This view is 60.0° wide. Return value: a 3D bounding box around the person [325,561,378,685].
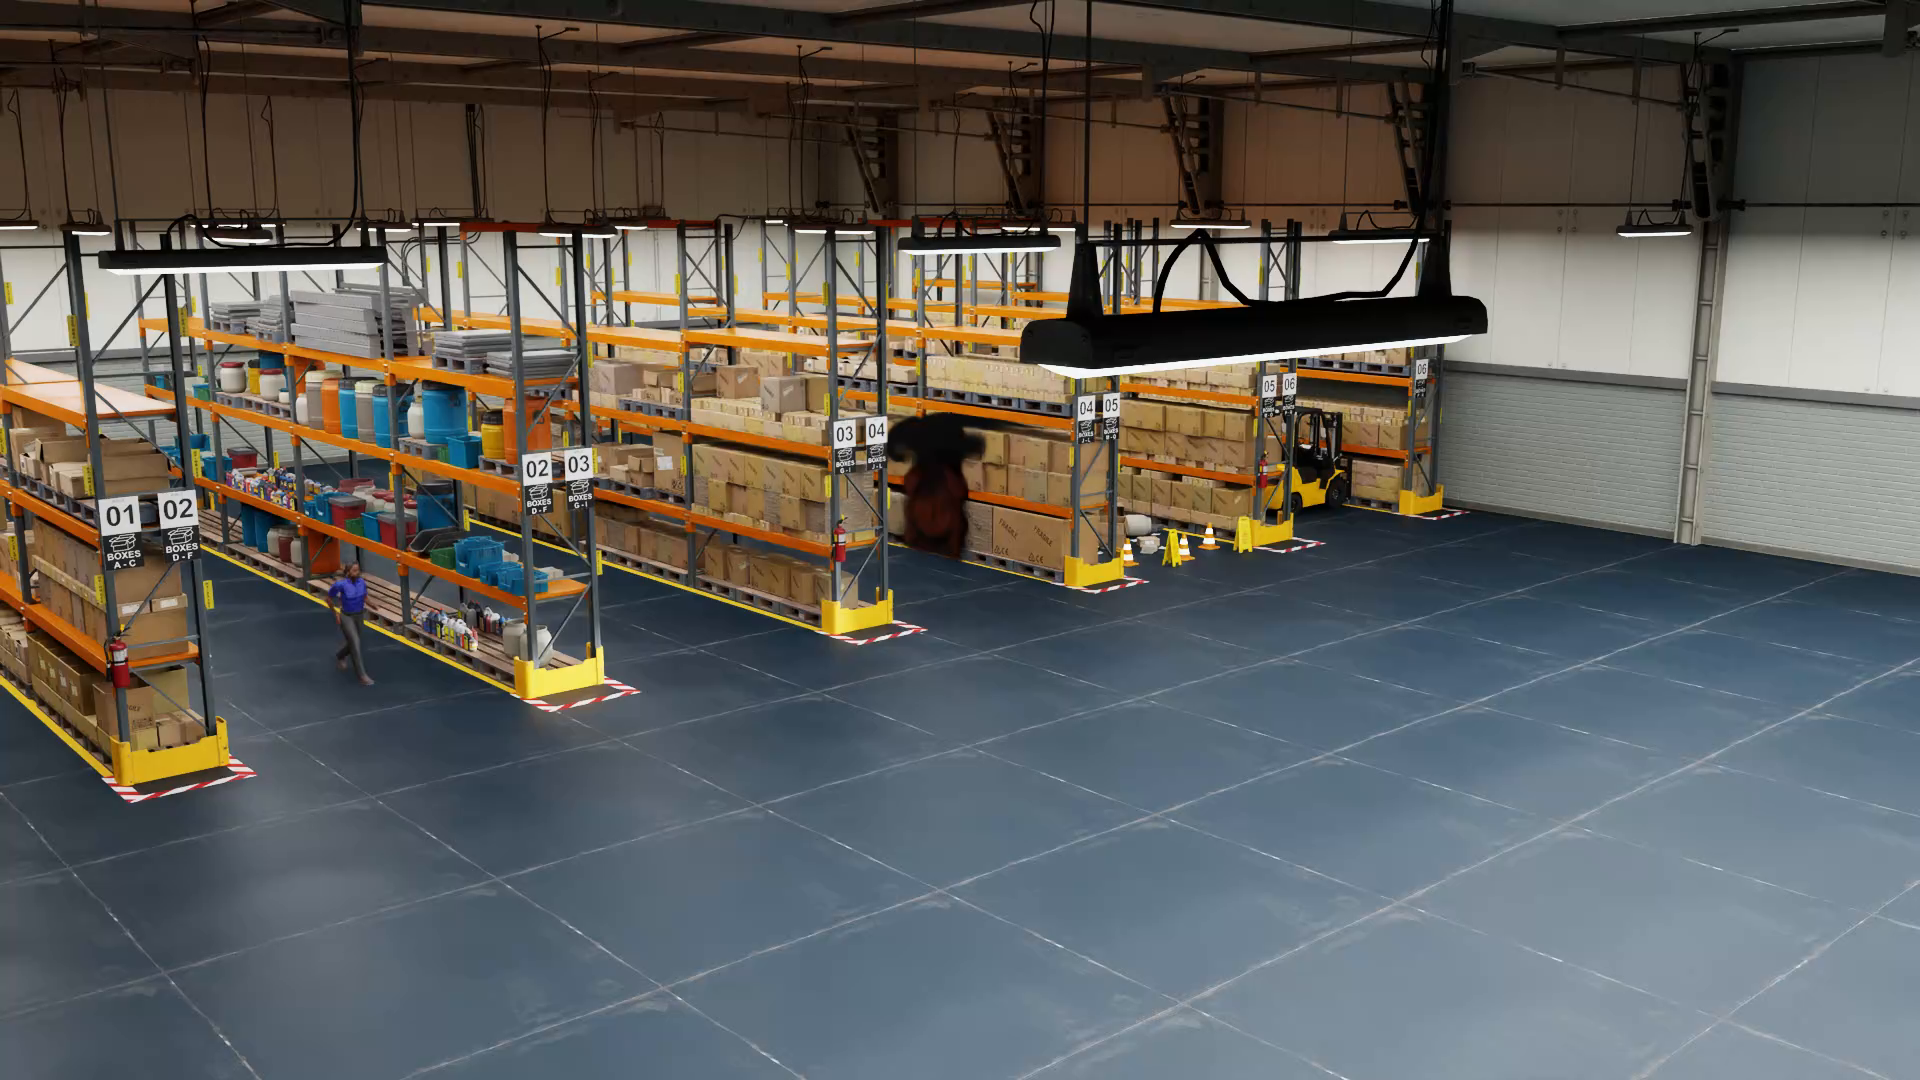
[{"bbox_3d":[-8.225,1.083,22.389,0.914,1.662,0.550,7,14,32],"label":"person"}]
